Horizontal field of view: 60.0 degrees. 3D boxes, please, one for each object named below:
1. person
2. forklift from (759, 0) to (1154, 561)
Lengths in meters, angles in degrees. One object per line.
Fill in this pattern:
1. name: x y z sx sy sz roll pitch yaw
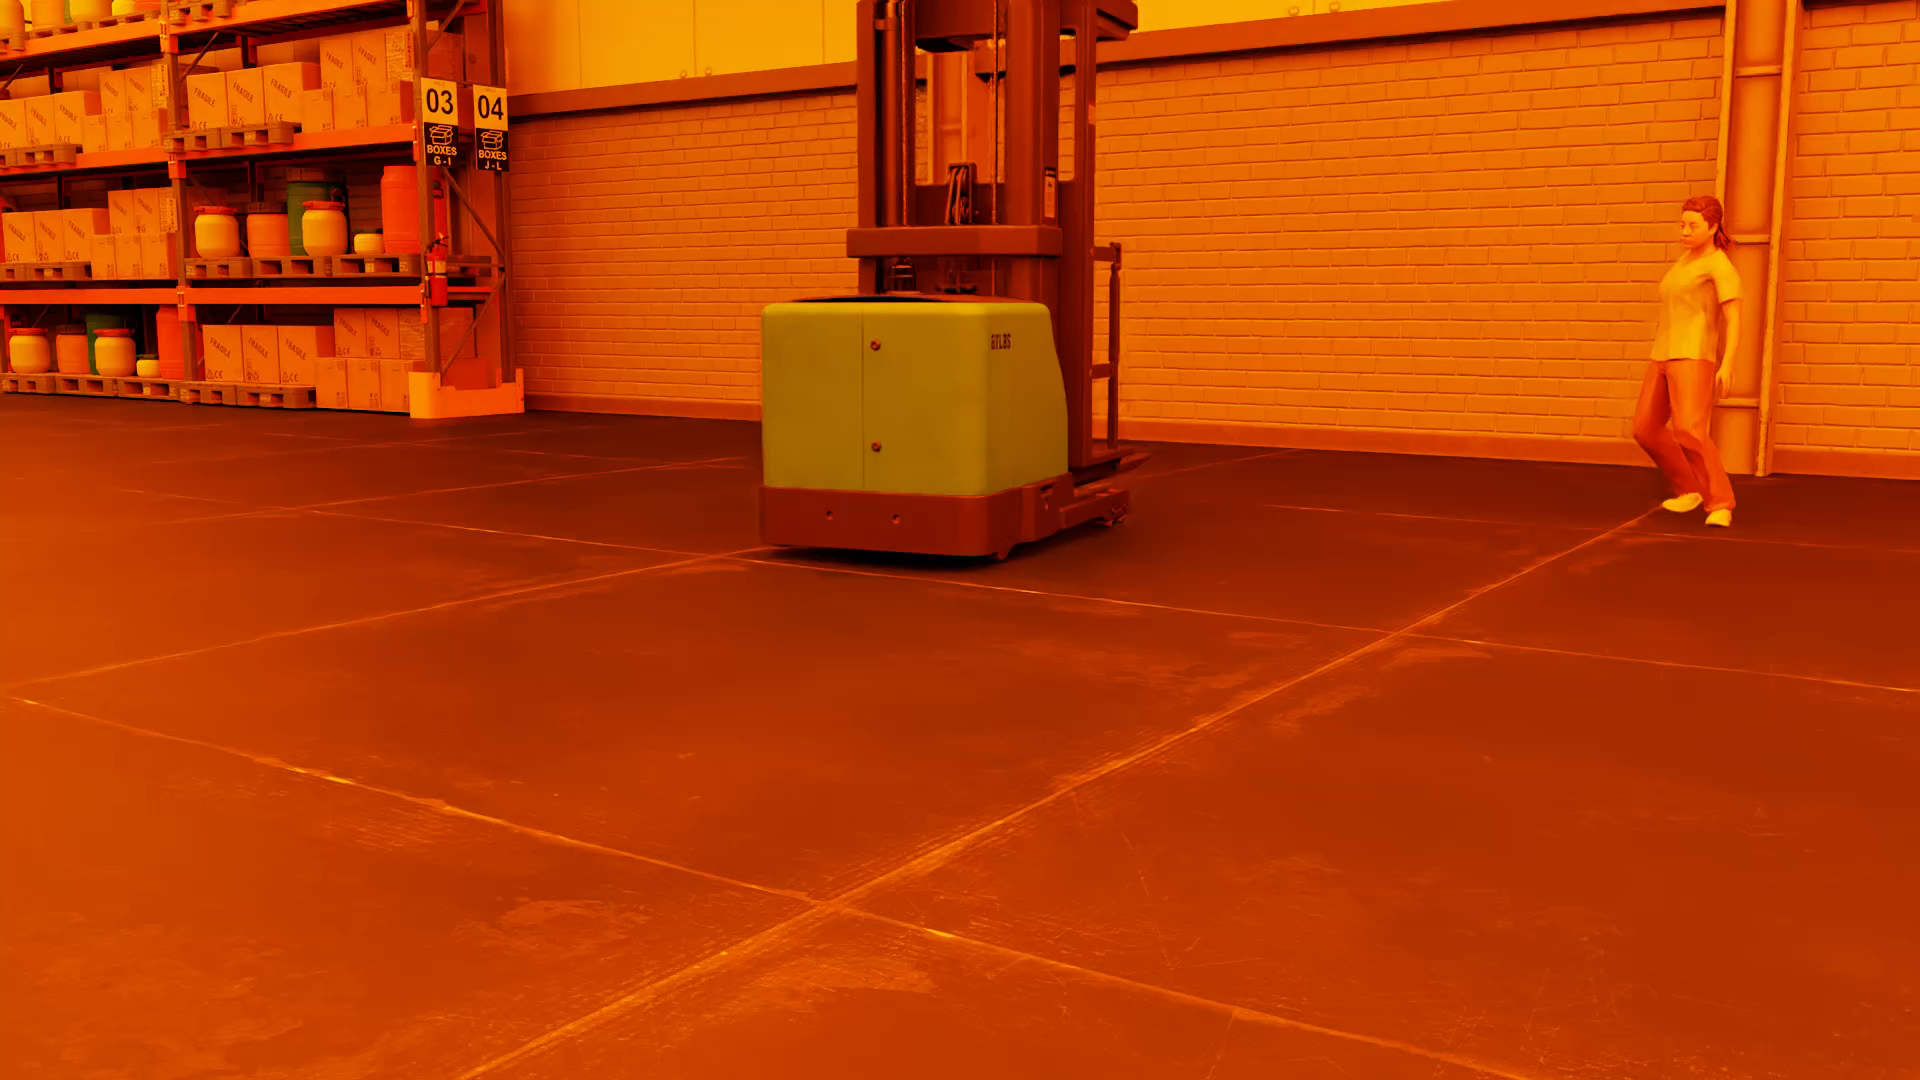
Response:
1. person: 3.696 -0.905 8.329 0.477 1.598 0.813 -1 8 -4
2. forklift: 0.194 -1.534 7.983 1.130 2.935 3.031 3 9 23
